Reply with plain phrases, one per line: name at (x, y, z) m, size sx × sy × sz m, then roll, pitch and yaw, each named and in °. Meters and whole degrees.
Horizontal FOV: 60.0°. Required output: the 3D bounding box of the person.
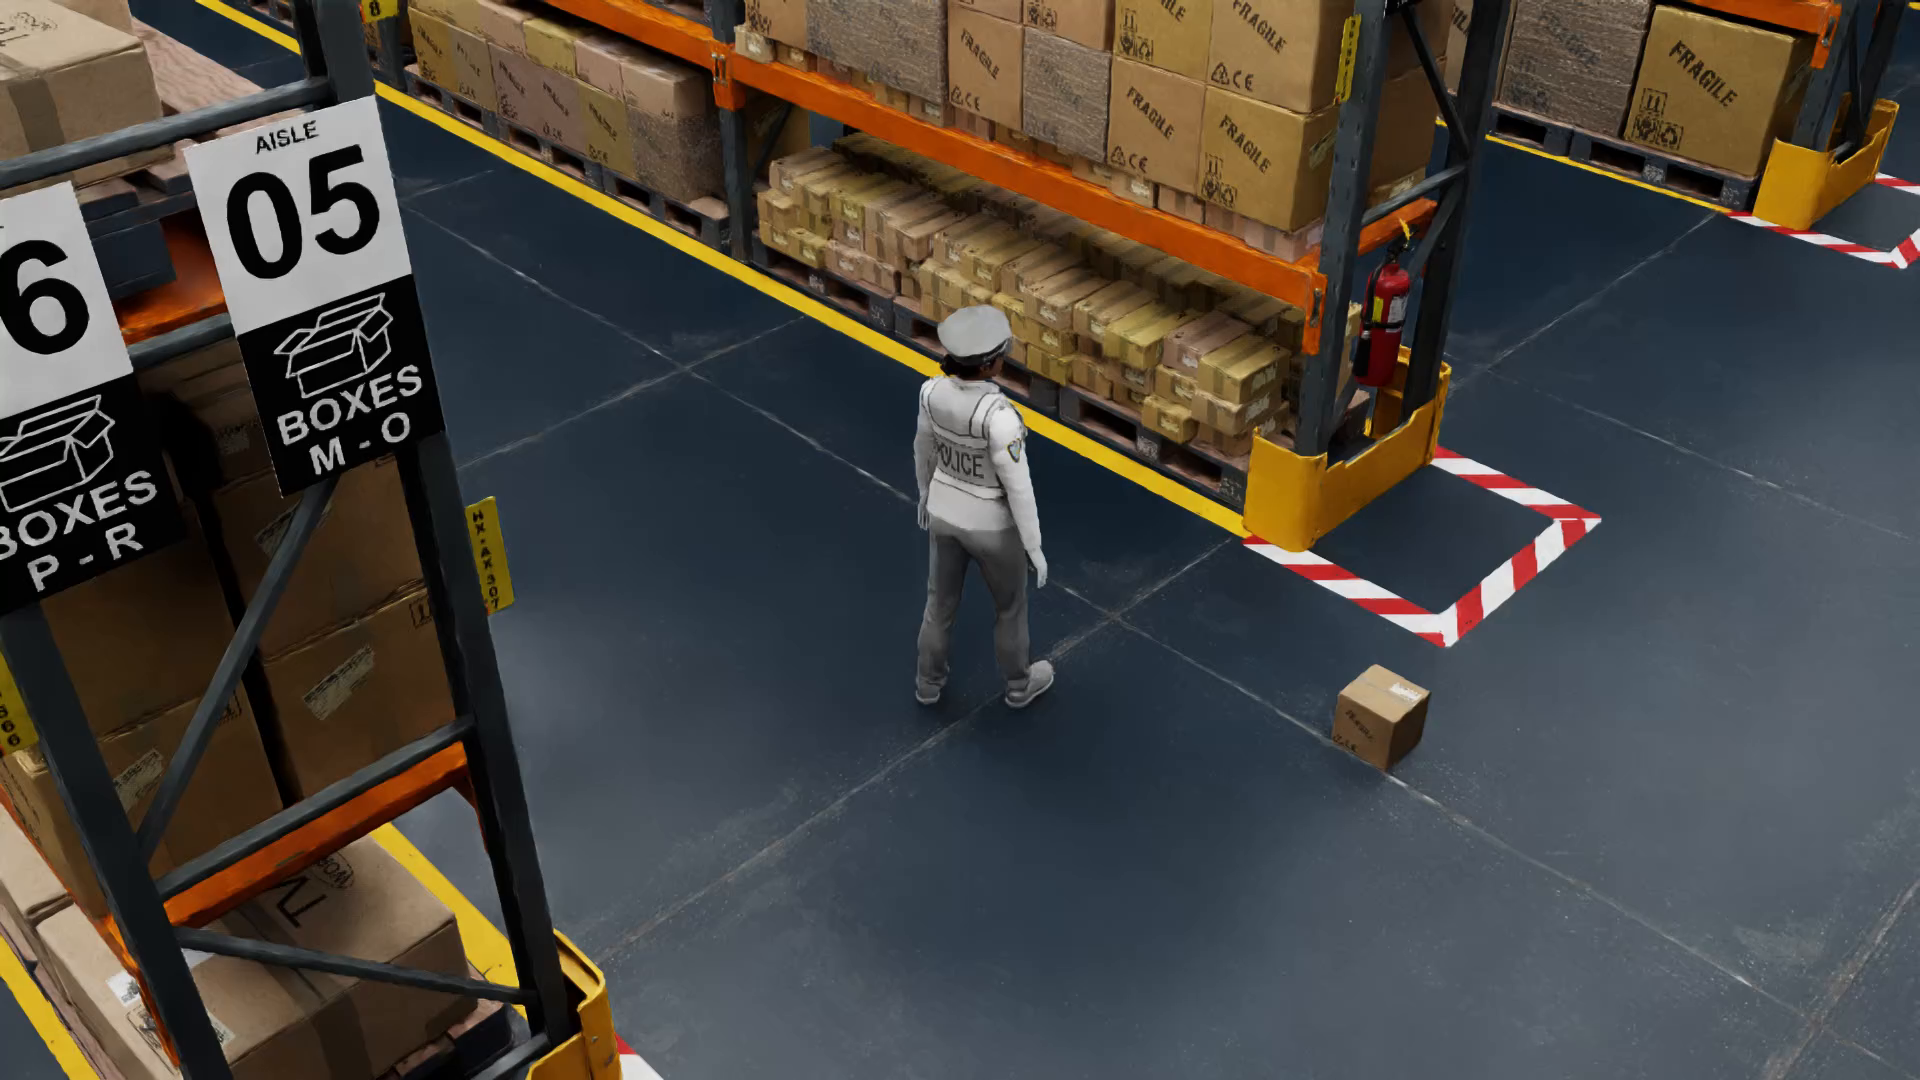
person at (0.106, -0.077, 6.196) m, size 0.658 × 1.677 × 0.492 m, roll 27°, pitch 44°, yaw 32°
